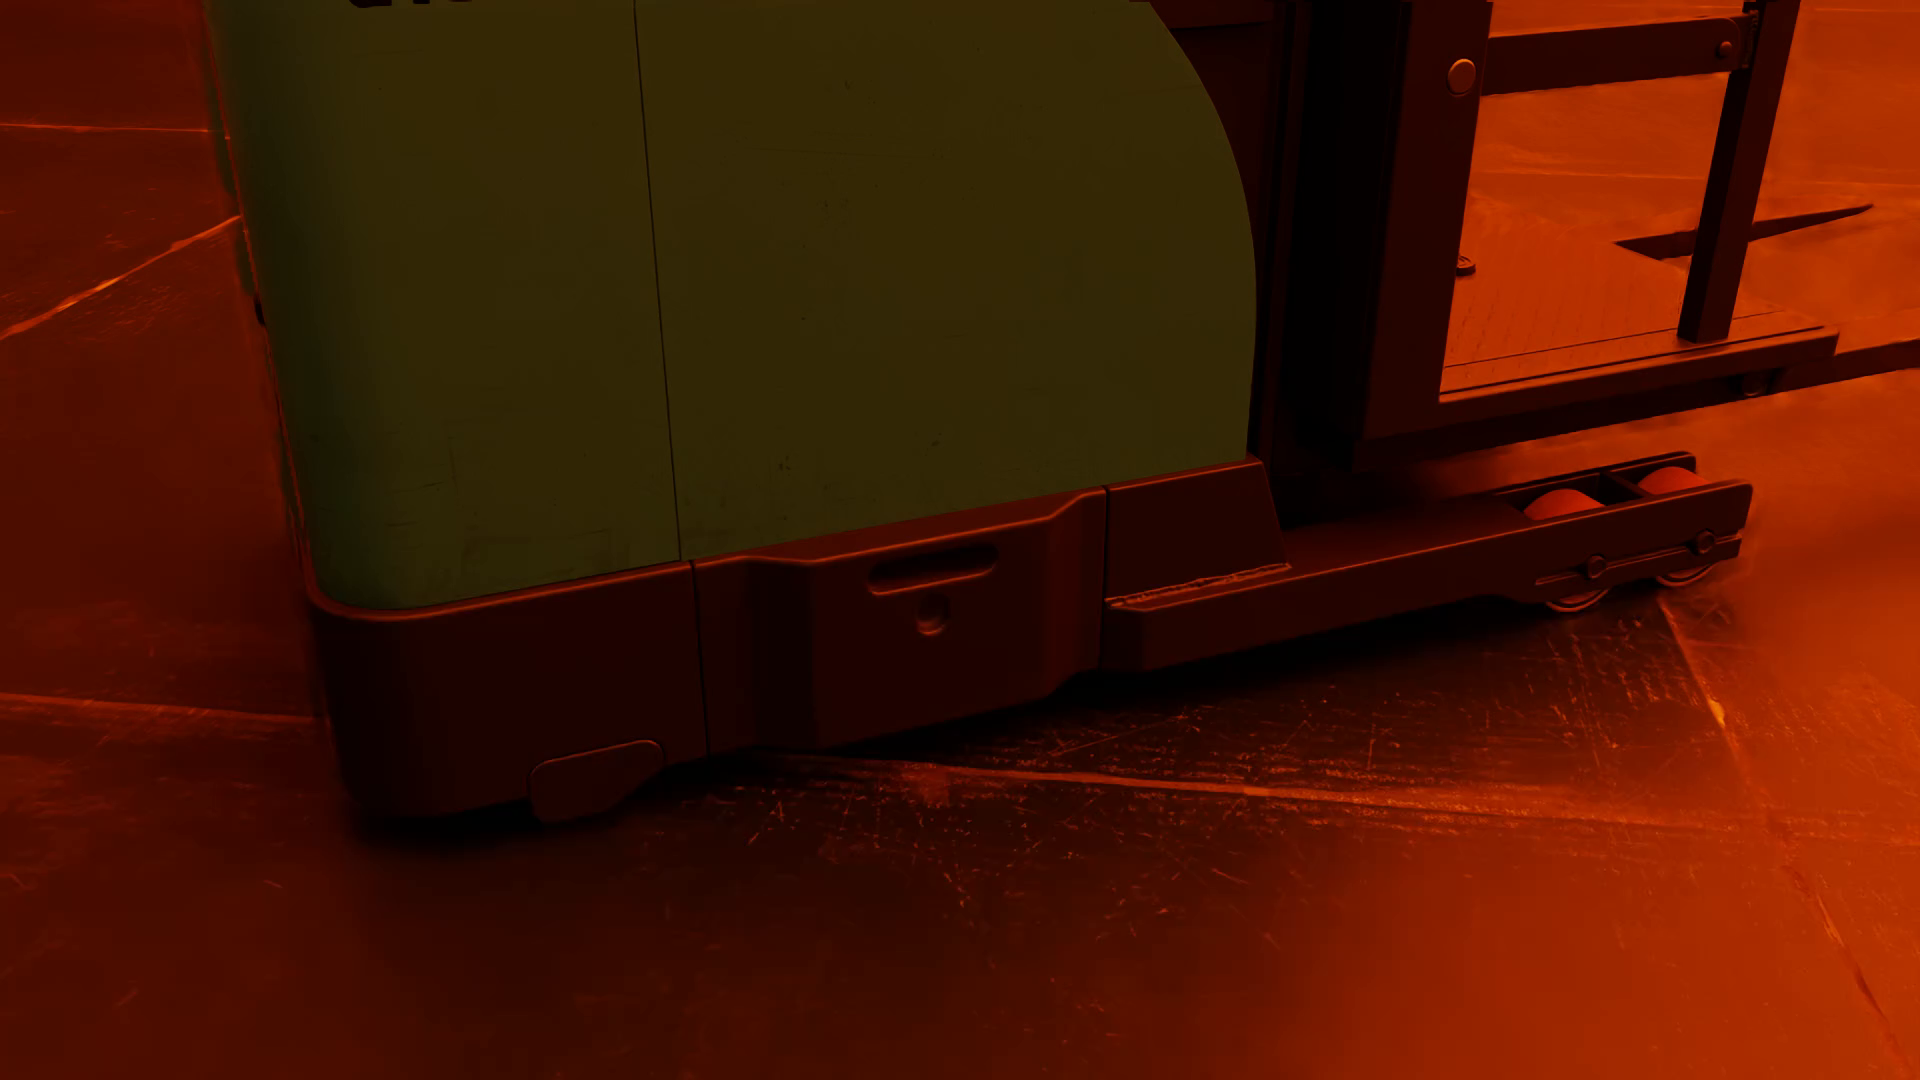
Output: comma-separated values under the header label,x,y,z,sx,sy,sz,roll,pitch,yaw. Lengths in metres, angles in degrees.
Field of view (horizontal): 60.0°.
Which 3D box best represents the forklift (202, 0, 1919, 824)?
label,x,y,z,sx,sy,sz,roll,pitch,yaw
forklift,0.562,-1.418,2.058,3.031,2.935,1.130,-11,28,-20
